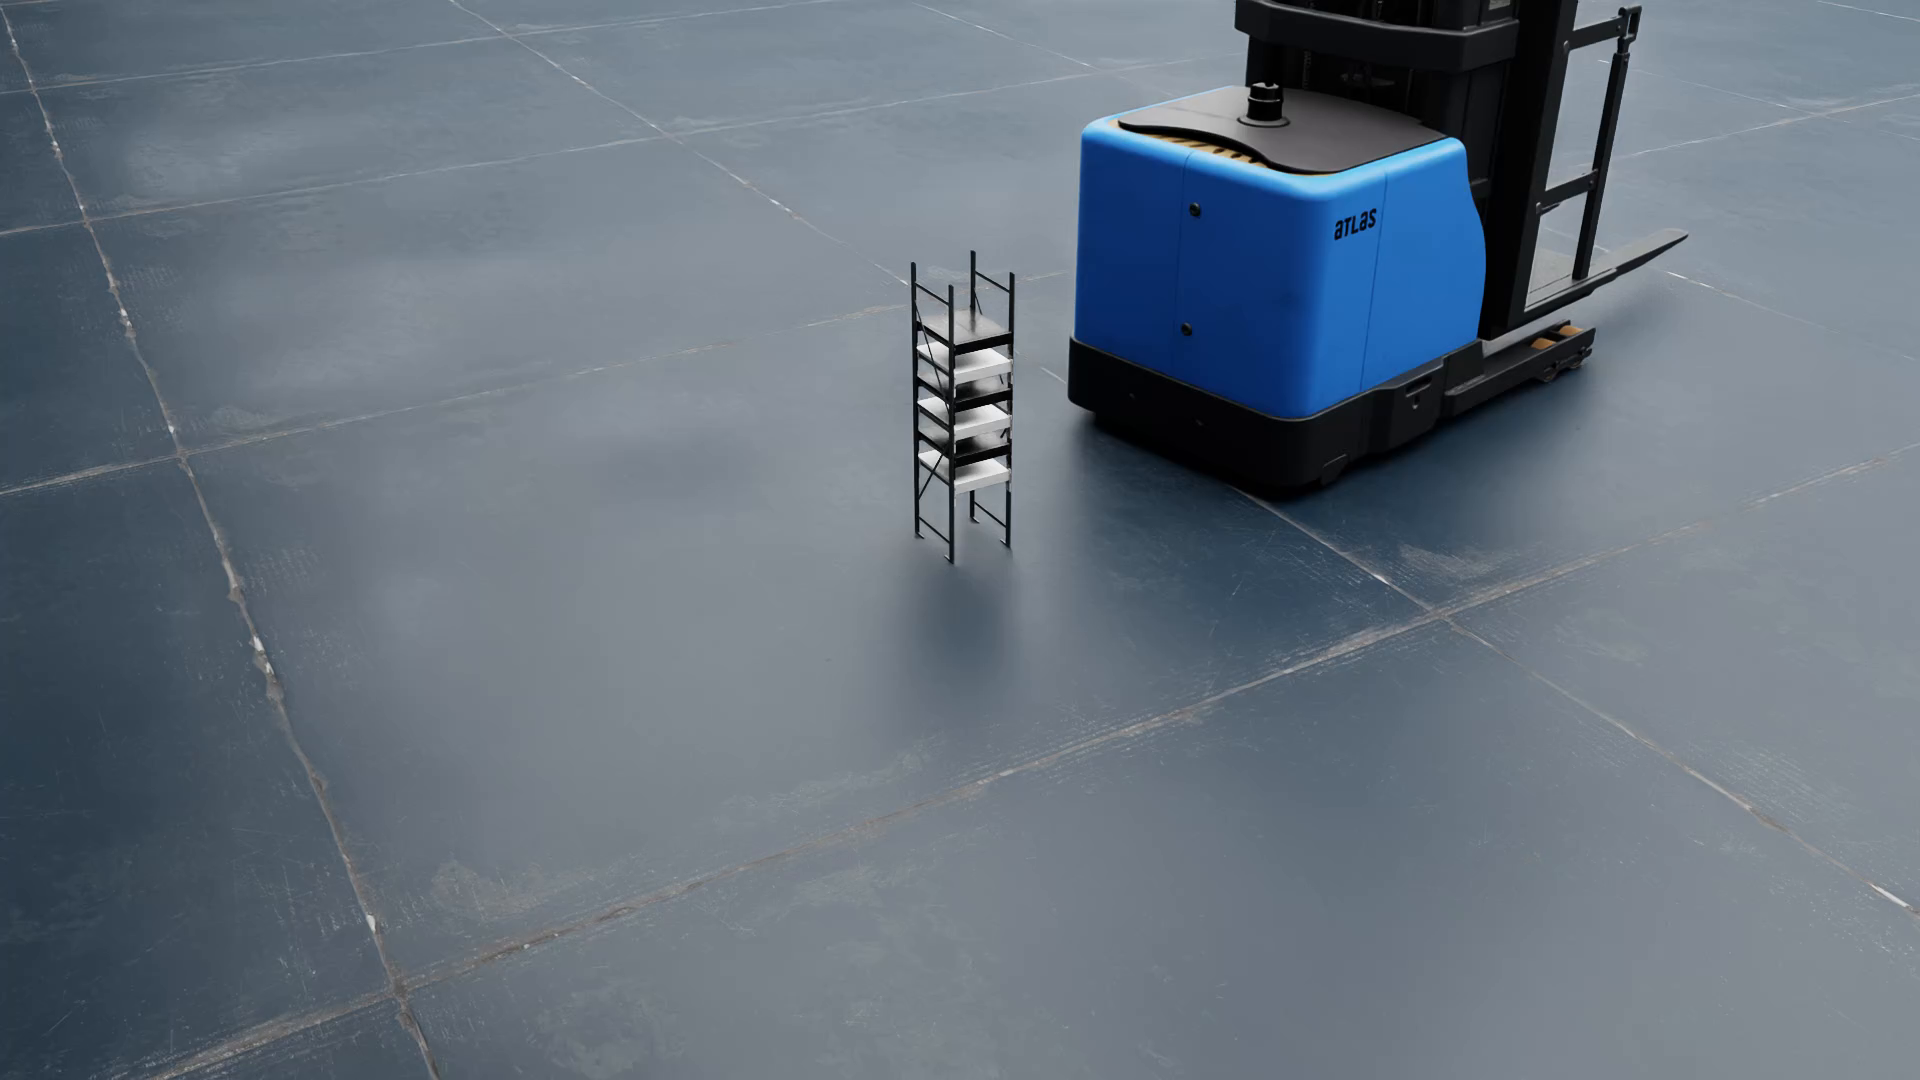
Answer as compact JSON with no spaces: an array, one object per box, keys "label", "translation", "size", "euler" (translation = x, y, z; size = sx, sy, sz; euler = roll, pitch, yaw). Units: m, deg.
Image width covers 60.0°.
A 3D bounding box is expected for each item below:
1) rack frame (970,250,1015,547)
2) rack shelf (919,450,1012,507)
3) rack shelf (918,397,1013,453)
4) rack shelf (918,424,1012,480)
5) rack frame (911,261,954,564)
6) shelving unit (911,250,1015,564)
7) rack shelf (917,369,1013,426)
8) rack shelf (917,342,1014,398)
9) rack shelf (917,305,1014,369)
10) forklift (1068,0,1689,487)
[{"label":"rack frame","translation":[0.095,-0.421,5.081],"size":[0.006,0.900,0.240],"euler":[-16,33,-26]},{"label":"rack shelf","translation":[0.007,-0.209,5.139],"size":[0.200,0.077,0.258],"euler":[-16,33,-26]},{"label":"rack shelf","translation":[0.007,-0.367,5.052],"size":[0.200,0.077,0.258],"euler":[-16,33,-26]},{"label":"rack shelf","translation":[0.007,-0.288,5.096],"size":[0.200,0.077,0.258],"euler":[-16,33,-26]},{"label":"rack frame","translation":[-0.081,-0.371,4.991],"size":[0.006,0.900,0.240],"euler":[-16,33,-26]},{"label":"shelving unit","translation":[0.007,-0.396,5.036],"size":[0.210,0.900,0.258],"euler":[-16,33,-26]},{"label":"rack shelf","translation":[0.007,-0.446,5.009],"size":[0.200,0.077,0.258],"euler":[-16,33,-26]},{"label":"rack shelf","translation":[0.007,-0.524,4.965],"size":[0.200,0.077,0.258],"euler":[-16,33,-26]},{"label":"rack shelf","translation":[0.007,-0.603,4.922],"size":[0.200,0.077,0.258],"euler":[-16,33,-26]},{"label":"forklift","translation":[1.819,-2.050,5.931],"size":[3.031,2.935,1.130],"euler":[-24,37,-36]}]
